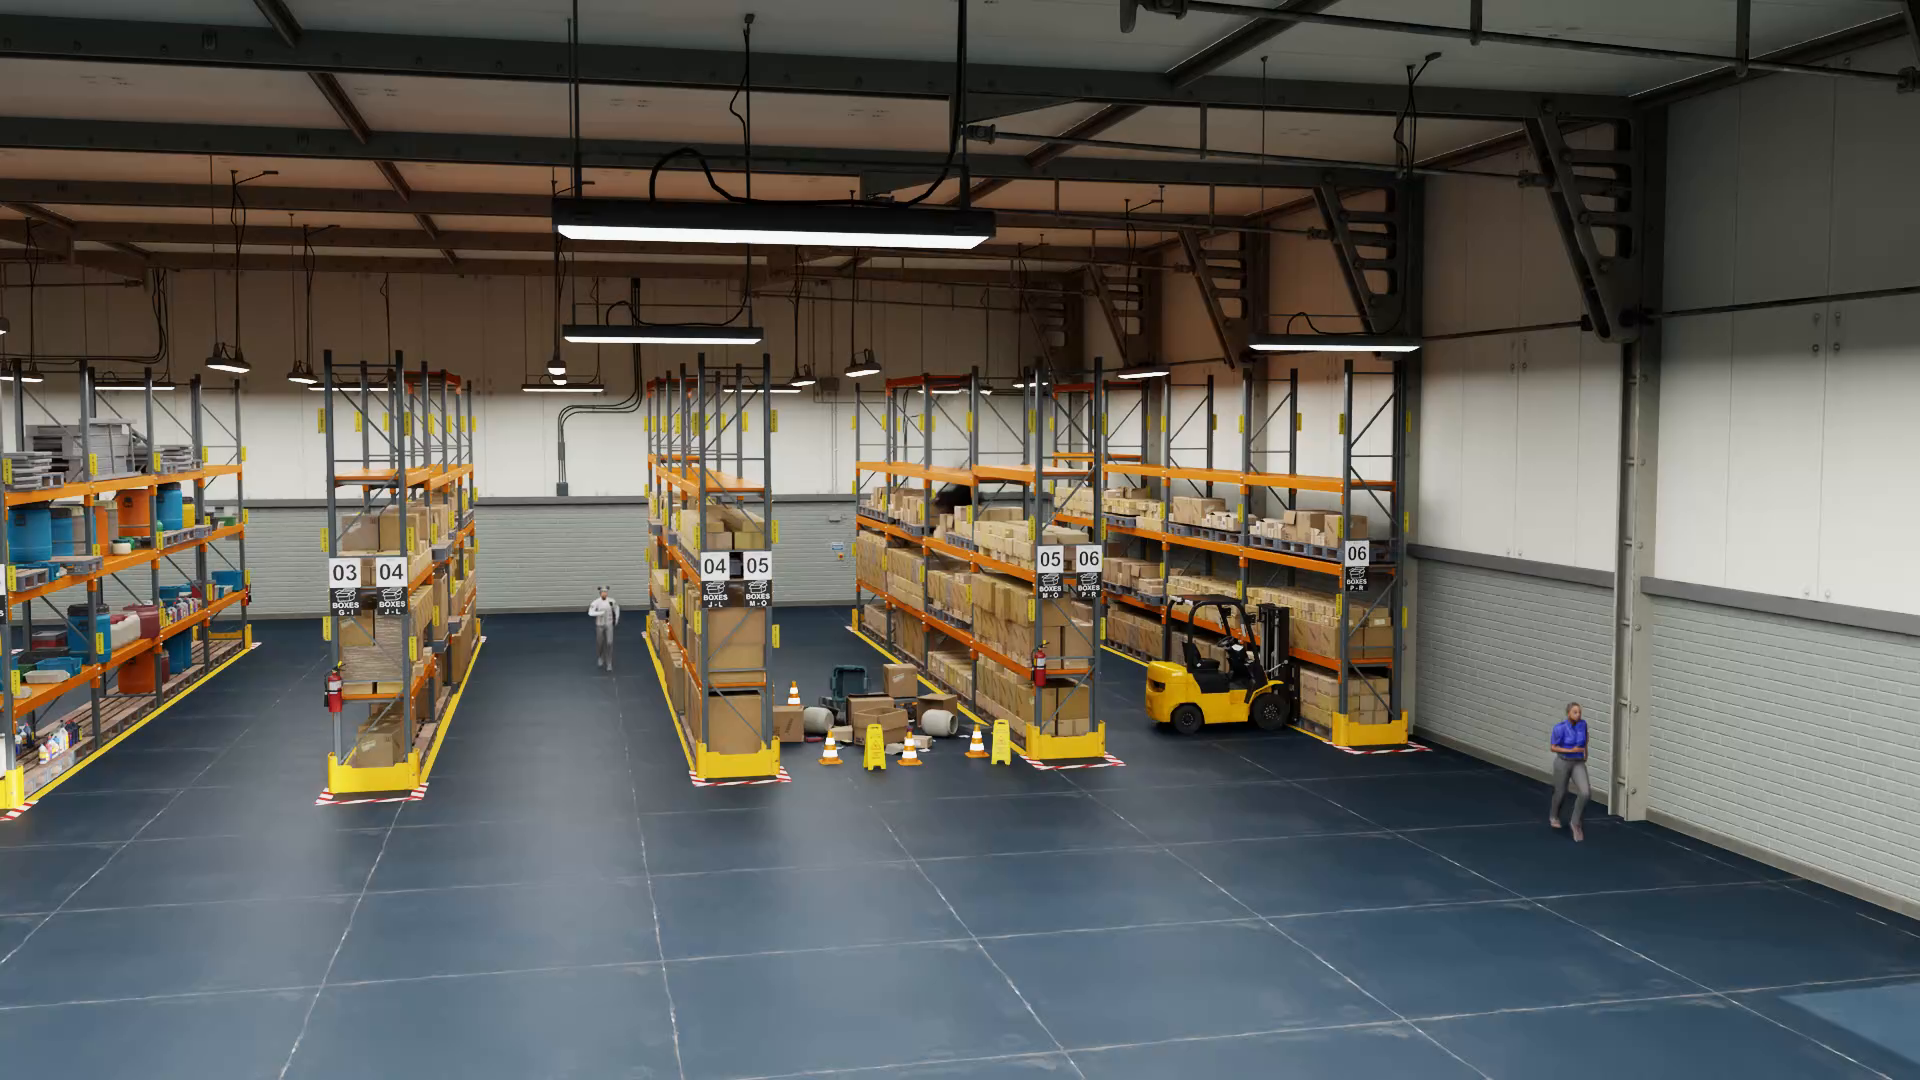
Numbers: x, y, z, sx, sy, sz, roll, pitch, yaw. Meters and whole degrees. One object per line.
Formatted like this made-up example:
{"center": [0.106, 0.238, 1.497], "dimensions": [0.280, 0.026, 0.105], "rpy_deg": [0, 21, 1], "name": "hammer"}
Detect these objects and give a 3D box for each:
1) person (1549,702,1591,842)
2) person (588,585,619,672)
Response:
{"center": [7.397, 2.790, 20.186], "dimensions": [0.599, 1.671, 0.831], "rpy_deg": [-1, 4, -7], "name": "person"}
{"center": [-7.277, 1.781, 34.008], "dimensions": [0.636, 1.744, 0.798], "rpy_deg": [-1, 4, -17], "name": "person"}
